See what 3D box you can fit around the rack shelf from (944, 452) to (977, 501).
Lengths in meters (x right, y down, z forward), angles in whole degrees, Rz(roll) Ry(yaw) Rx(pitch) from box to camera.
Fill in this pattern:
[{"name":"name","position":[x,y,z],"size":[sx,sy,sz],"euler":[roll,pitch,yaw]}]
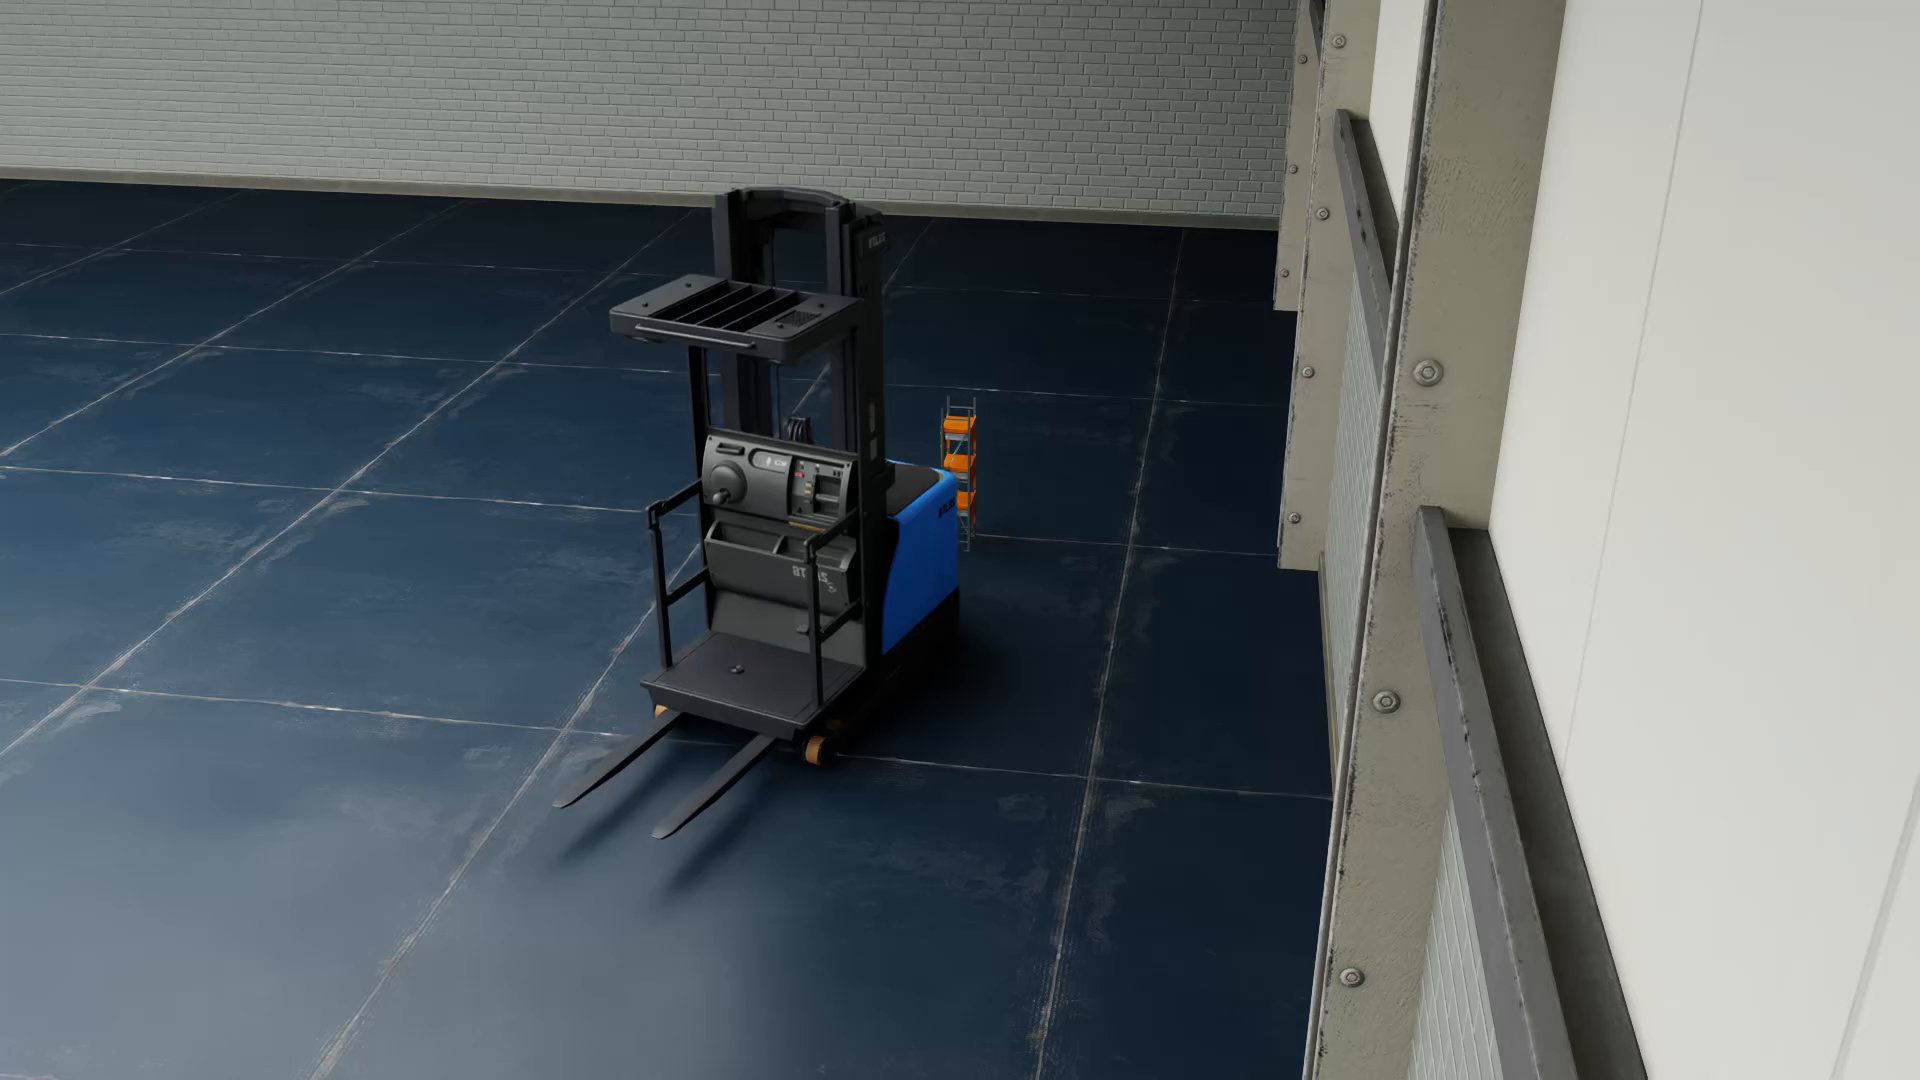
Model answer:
[{"name":"rack shelf","position":[-0.009,-0.444,11.528],"size":[0.215,0.259,0.240],"euler":[4,25,9]}]

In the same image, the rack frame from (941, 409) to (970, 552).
[{"name":"rack frame","position":[-0.029,-0.402,11.415],"size":[0.200,1.050,0.008],"euler":[4,25,9]}]

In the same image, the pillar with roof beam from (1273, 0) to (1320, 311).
[{"name":"pillar with roof beam","position":[-0.907,-6.764,15.630],"size":[9.100,9.000,0.400],"euler":[4,25,9]}]

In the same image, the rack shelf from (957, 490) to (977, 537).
[{"name":"rack shelf","position":[-0.009,-0.192,11.646],"size":[0.215,0.259,0.240],"euler":[4,25,9]}]

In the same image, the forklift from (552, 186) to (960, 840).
[{"name":"forklift","position":[-1.101,-0.299,8.976],"size":[1.130,2.935,3.031],"euler":[12,28,23]}]

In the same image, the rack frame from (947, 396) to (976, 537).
[{"name":"rack frame","position":[0.011,-0.504,11.633],"size":[0.200,1.050,0.008],"euler":[4,25,9]}]

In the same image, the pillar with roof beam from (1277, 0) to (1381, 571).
[{"name":"pillar with roof beam","position":[-1.887,-4.255,10.269],"size":[9.100,9.000,0.400],"euler":[4,25,9]}]

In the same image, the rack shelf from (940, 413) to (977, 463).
[{"name":"rack shelf","position":[-0.009,-0.701,11.408],"size":[0.215,0.259,0.240],"euler":[4,25,9]}]

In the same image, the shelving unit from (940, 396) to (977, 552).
[{"name":"shelving unit","position":[-0.009,-0.453,11.524],"size":[0.215,1.050,0.252],"euler":[4,25,9]}]
